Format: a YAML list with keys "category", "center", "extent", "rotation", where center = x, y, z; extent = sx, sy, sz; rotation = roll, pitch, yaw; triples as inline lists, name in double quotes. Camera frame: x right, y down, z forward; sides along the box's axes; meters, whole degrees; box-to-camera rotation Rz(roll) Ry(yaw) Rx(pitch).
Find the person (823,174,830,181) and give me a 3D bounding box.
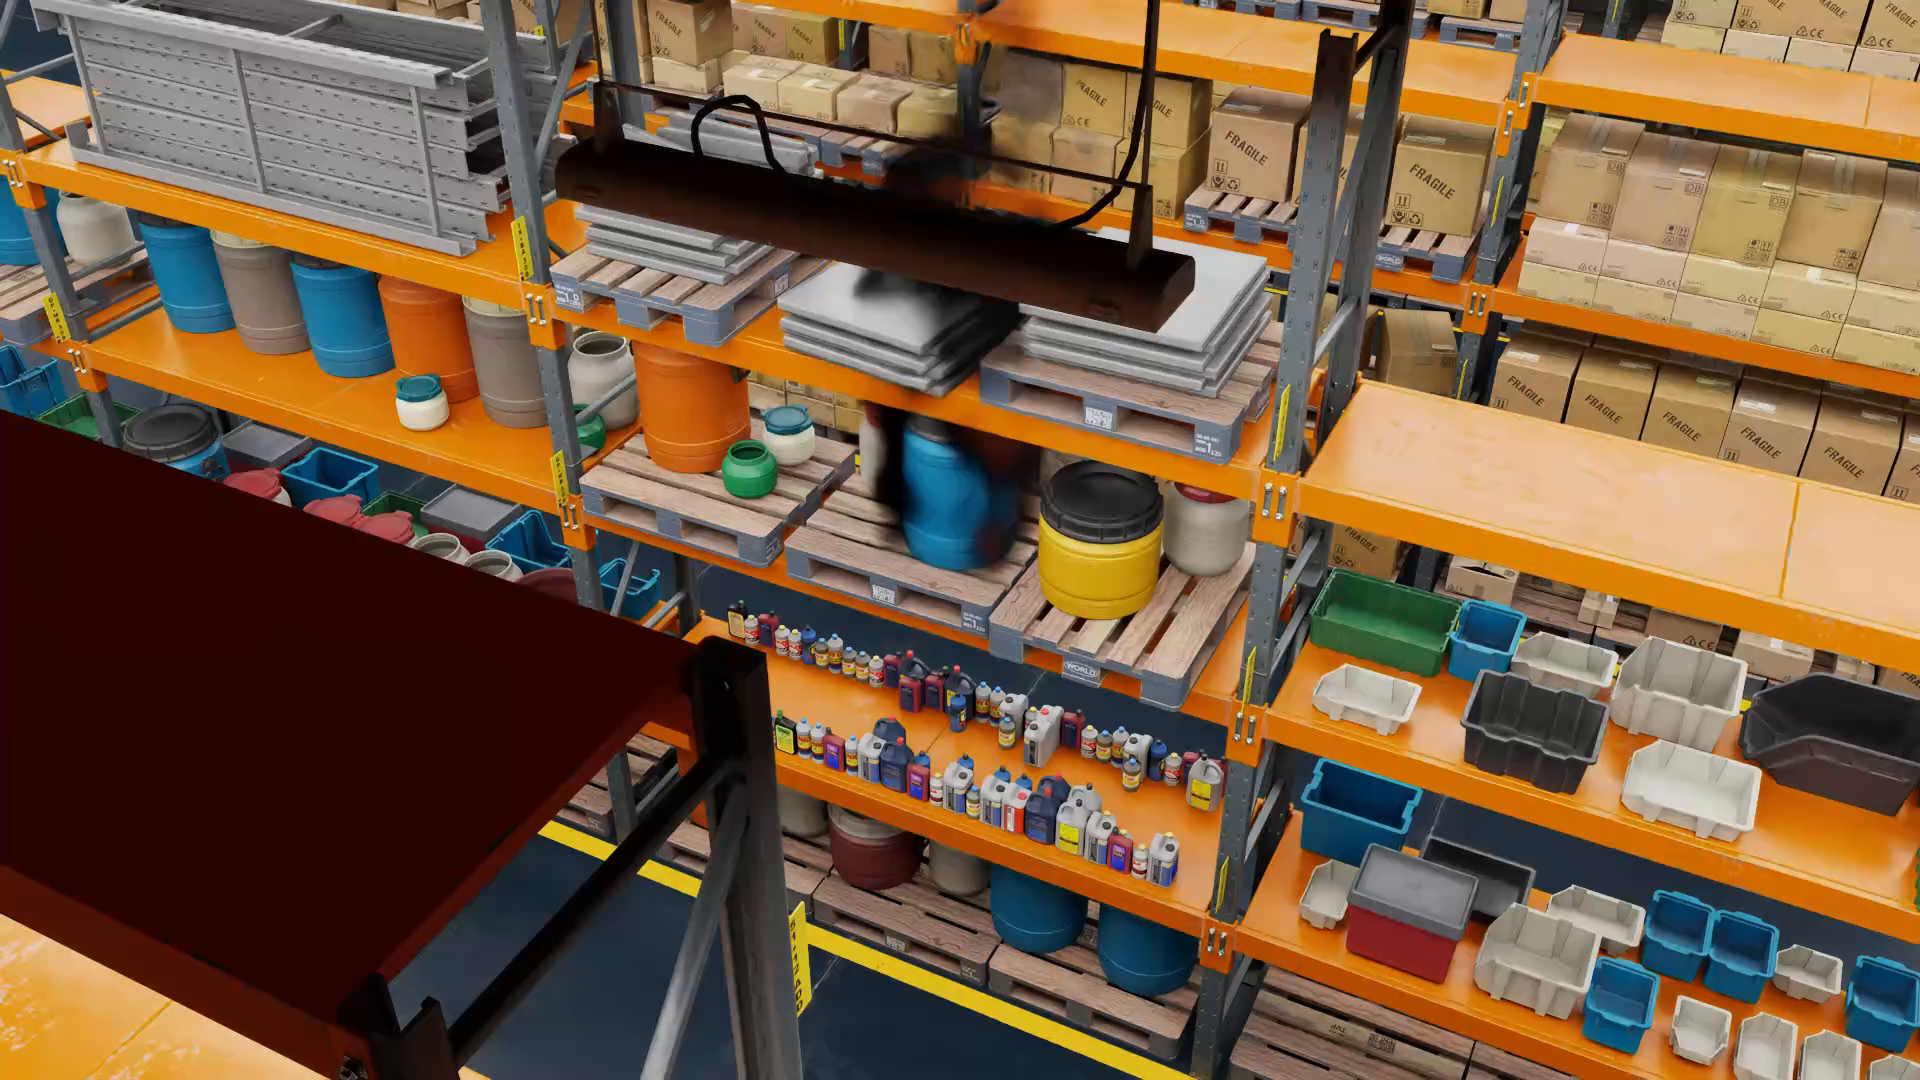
- category: "person"
  center: [-1.381, -2.915, 16.532]
  extent: [0.969, 1.655, 0.564]
  rotation: [14, 38, 19]
